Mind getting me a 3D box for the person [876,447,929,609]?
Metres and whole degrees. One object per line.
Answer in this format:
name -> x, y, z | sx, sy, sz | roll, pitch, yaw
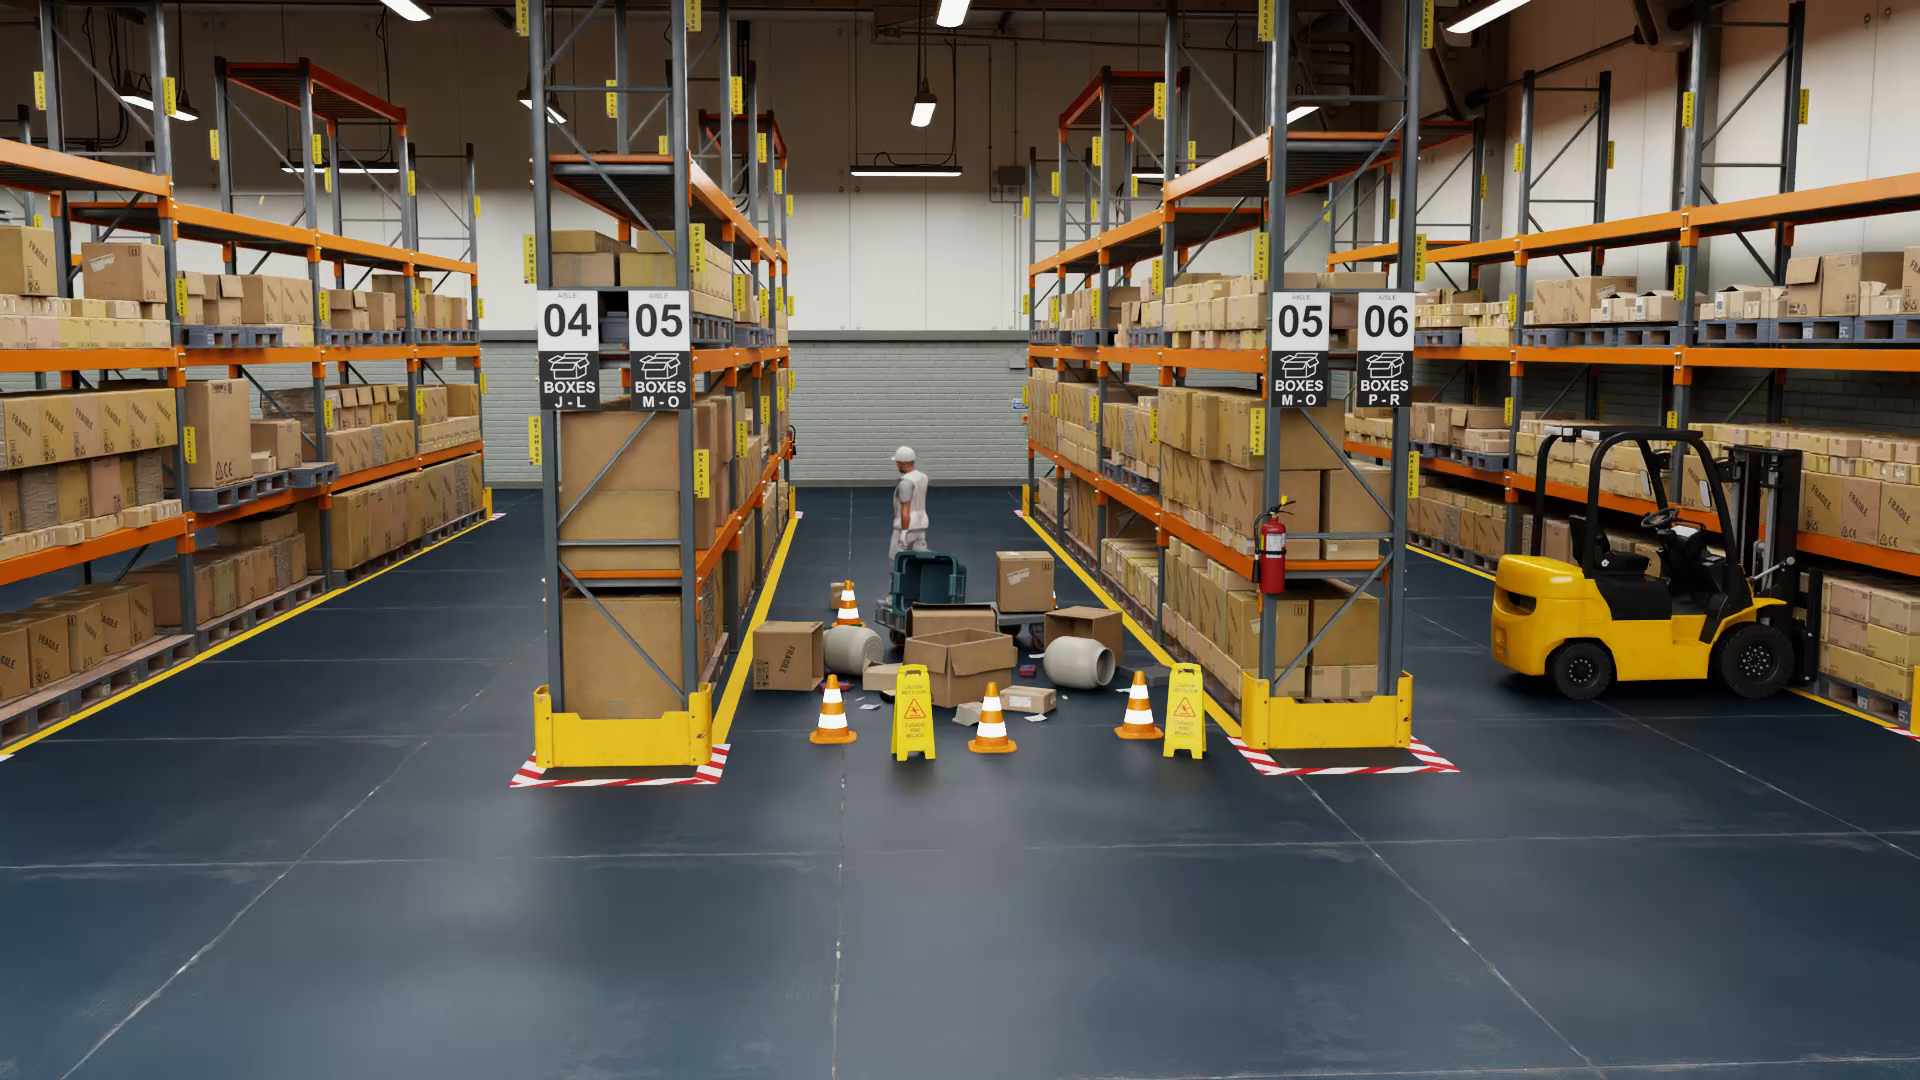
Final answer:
person -> -0.506, -0.100, 17.547 | 0.897, 1.772, 0.560 | 5, 8, 33
